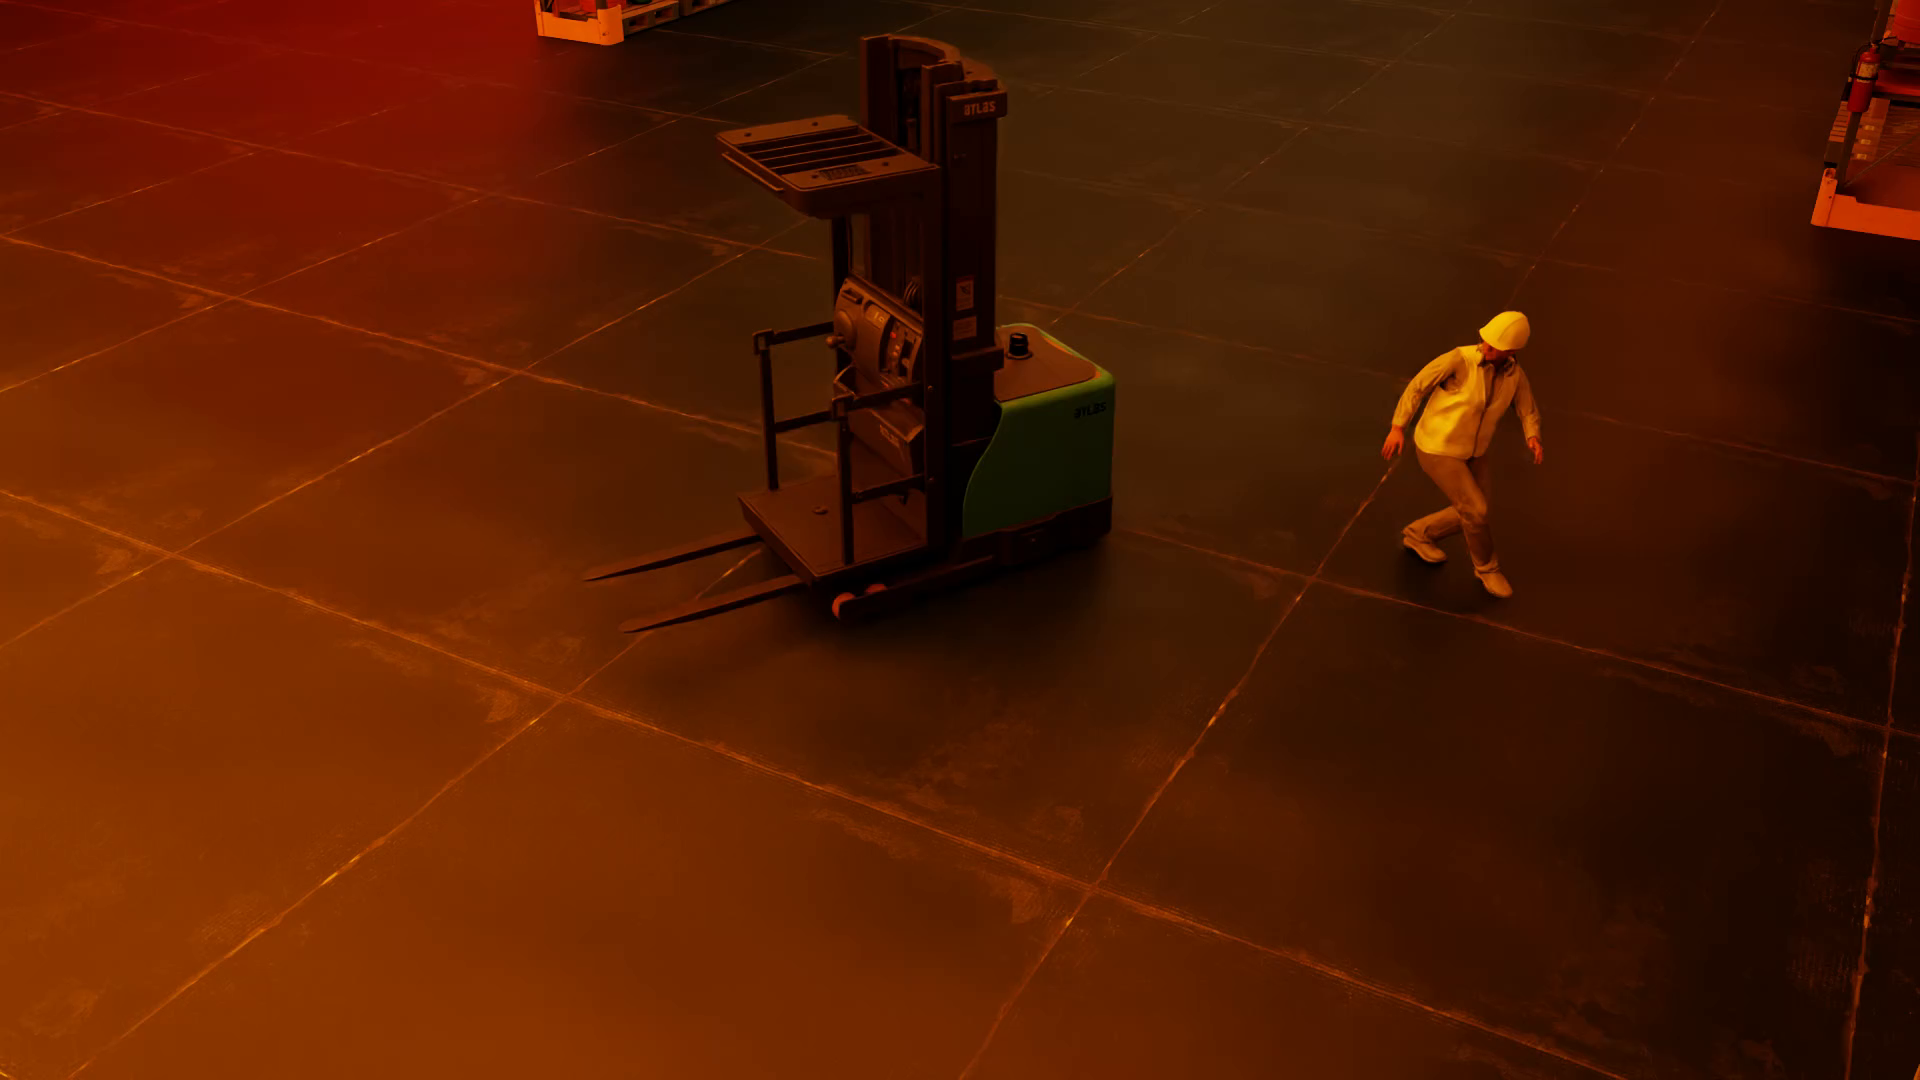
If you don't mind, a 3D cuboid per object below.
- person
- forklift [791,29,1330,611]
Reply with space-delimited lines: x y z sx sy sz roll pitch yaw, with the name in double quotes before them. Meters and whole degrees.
"person" 3.142 -0.524 9.196 0.633 1.767 0.479 24 37 35
"forklift" 0.587 -1.173 9.103 3.031 2.935 1.130 12 32 20
